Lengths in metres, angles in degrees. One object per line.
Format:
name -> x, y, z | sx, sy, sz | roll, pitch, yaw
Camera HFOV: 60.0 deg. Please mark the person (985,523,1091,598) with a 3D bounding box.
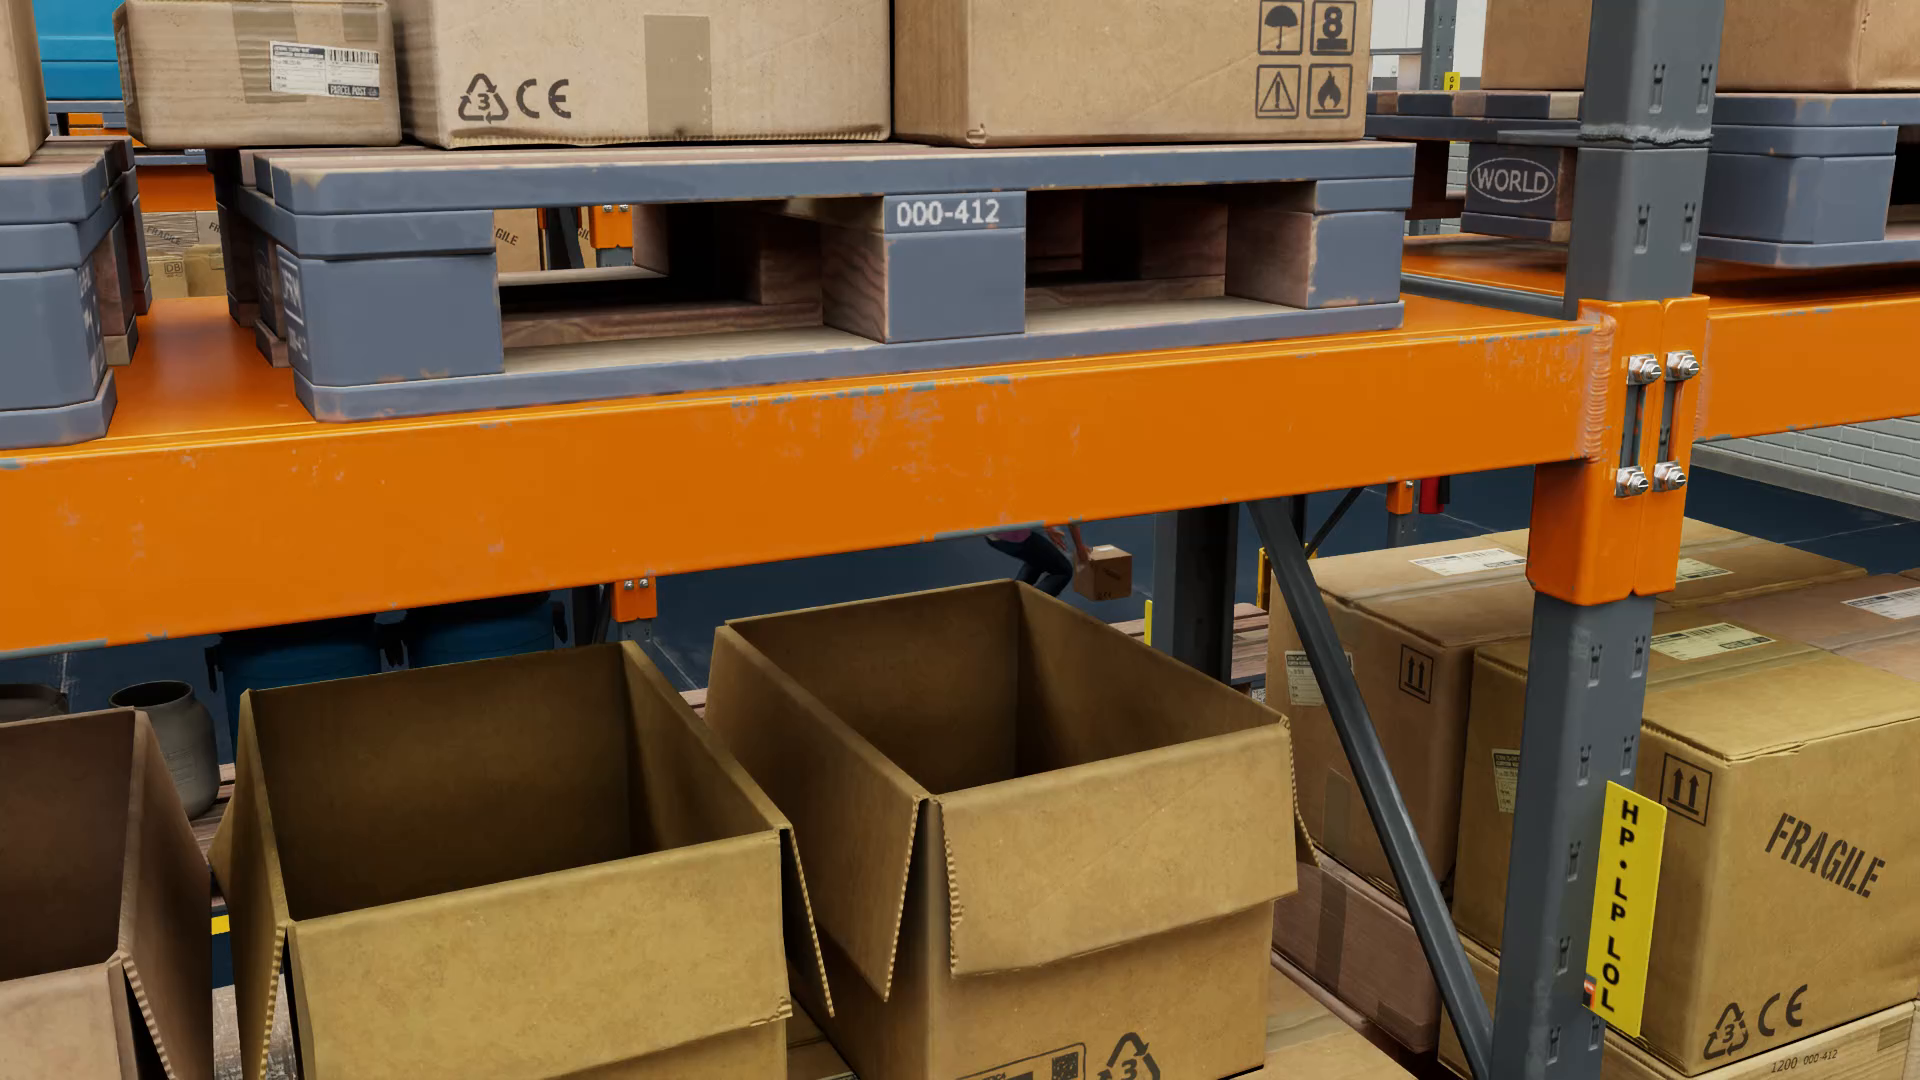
person -> 0.422, -0.042, 9.392 | 0.685, 1.230, 0.463 | -7, 17, -25
